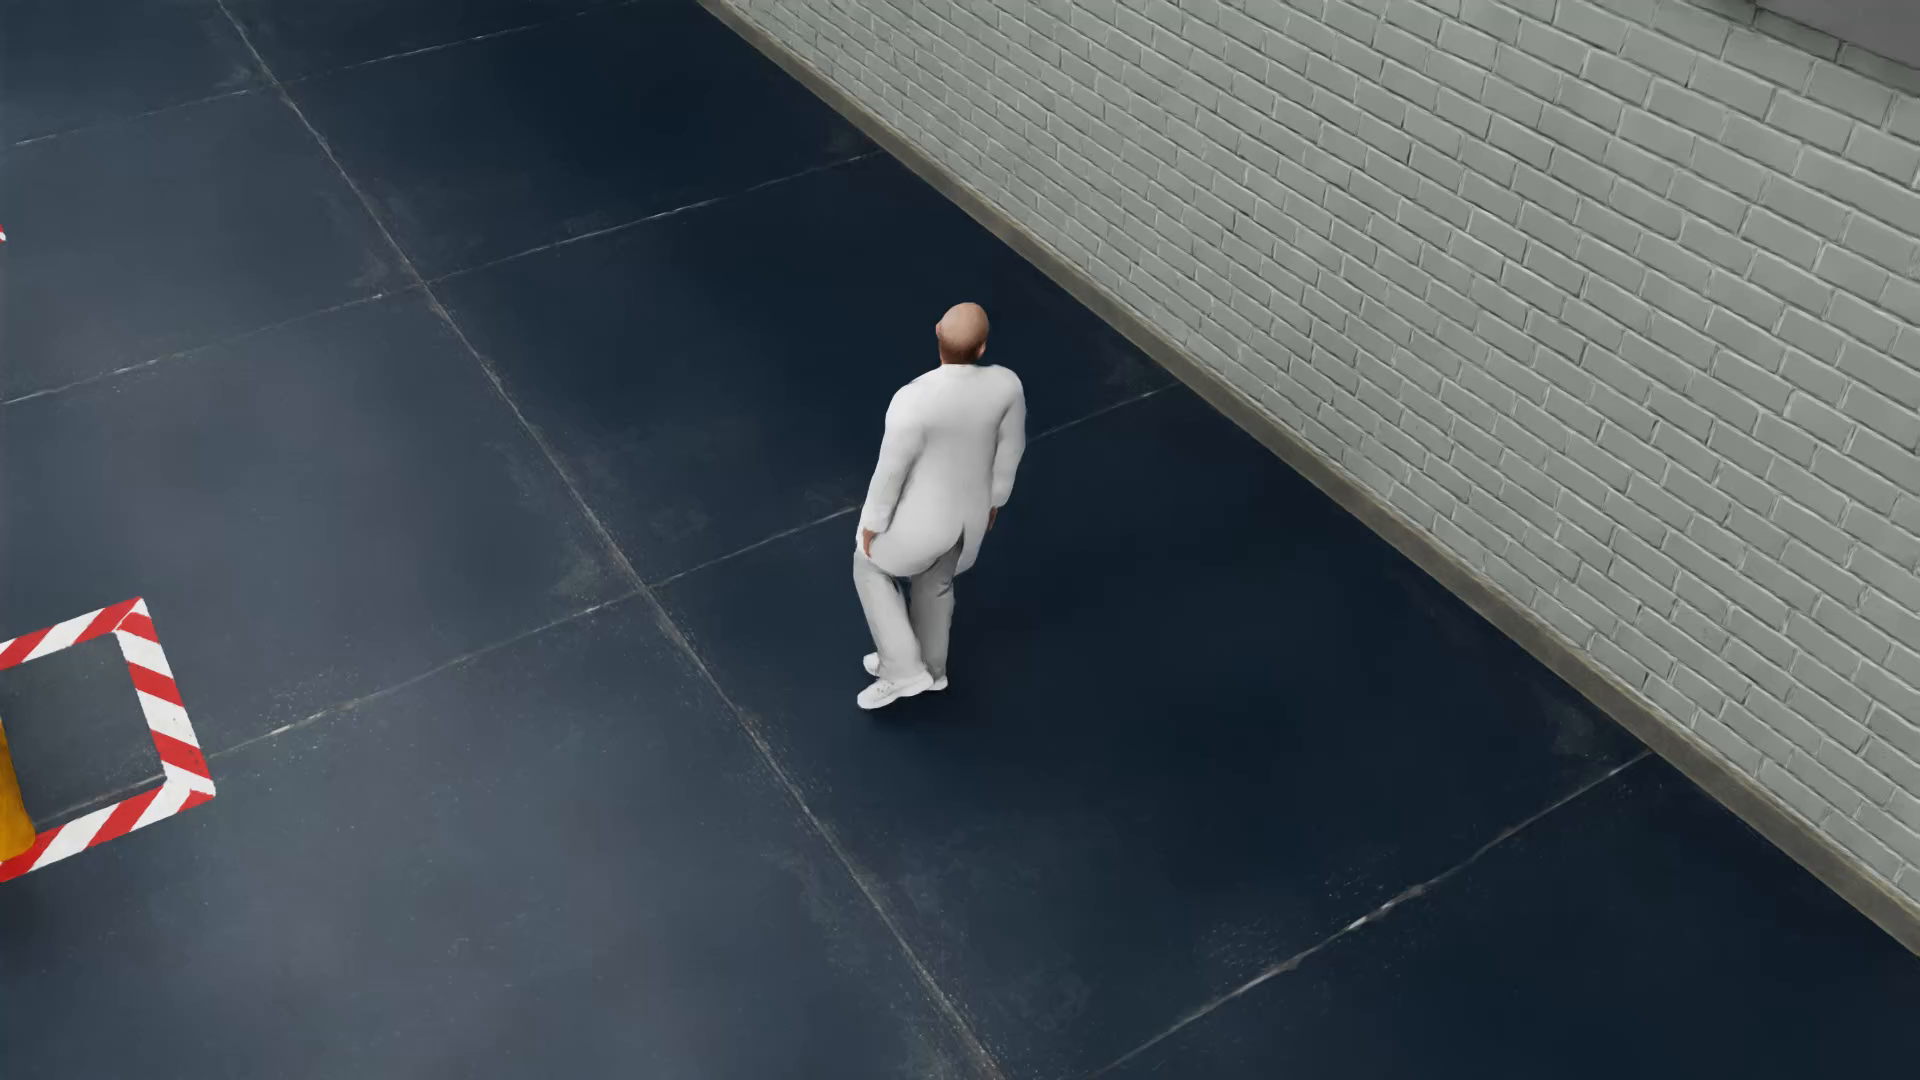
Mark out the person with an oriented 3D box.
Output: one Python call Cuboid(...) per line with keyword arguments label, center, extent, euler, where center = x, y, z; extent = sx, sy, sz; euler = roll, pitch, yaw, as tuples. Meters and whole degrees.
Cuboid(label="person", center=(-0.122, -0.109, 6.311), extent=(0.718, 1.769, 0.477), euler=(-25, 46, -27))
